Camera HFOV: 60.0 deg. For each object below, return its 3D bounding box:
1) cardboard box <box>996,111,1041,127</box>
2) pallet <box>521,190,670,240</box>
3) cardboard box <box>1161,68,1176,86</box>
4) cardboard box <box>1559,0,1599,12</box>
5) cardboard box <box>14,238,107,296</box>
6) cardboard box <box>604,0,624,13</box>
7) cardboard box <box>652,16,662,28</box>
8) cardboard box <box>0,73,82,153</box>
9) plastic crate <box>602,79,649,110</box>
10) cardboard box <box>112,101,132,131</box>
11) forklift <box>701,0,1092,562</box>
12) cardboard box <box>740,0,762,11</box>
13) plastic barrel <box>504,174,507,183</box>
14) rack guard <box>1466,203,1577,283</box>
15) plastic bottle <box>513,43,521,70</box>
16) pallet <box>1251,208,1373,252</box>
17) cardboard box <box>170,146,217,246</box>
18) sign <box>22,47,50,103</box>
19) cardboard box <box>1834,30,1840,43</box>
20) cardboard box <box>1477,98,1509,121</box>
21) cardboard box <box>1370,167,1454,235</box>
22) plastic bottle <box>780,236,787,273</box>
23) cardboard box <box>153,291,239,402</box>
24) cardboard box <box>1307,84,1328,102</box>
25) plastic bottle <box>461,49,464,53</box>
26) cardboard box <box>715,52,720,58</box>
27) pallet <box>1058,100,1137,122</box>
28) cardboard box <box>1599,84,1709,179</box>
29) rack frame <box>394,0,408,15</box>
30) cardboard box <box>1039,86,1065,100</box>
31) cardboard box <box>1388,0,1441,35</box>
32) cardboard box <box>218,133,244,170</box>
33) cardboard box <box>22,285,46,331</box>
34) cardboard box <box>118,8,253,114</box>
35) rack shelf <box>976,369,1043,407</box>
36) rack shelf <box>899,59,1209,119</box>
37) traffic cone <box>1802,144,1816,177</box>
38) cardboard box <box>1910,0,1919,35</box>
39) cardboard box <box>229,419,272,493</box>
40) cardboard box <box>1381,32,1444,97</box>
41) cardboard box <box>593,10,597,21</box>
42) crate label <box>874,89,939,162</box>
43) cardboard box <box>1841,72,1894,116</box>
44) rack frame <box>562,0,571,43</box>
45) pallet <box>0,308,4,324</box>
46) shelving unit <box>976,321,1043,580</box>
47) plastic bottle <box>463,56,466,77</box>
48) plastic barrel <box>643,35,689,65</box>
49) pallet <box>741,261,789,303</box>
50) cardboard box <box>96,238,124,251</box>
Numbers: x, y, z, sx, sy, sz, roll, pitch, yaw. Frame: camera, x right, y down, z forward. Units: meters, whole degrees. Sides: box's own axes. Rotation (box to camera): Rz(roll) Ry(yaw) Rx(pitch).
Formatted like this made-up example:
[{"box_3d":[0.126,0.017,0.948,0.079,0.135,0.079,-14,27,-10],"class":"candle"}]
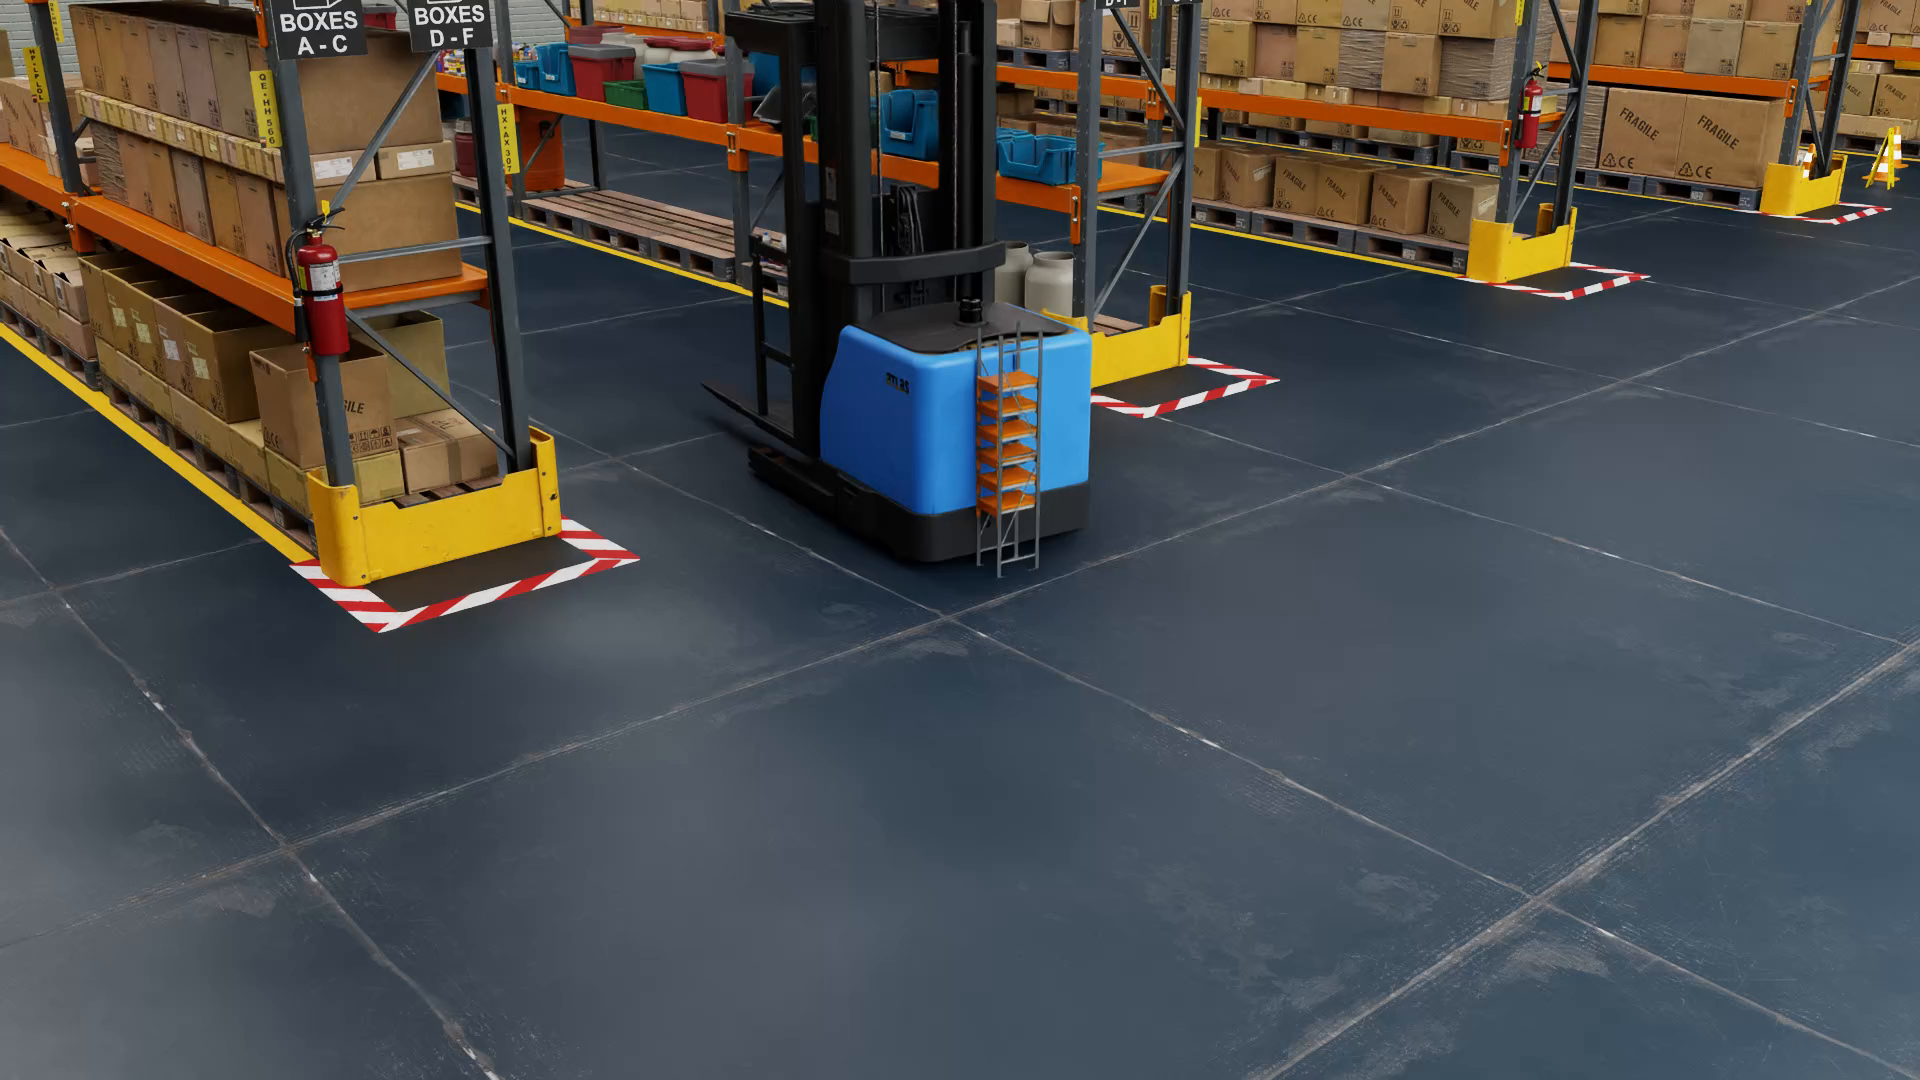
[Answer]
[{"box_3d":[0.506,-4.634,19.026,0.500,0.500,0.700,20,29,41],"class":"cardboard box"},{"box_3d":[-3.594,-3.223,16.423,1.003,0.211,1.213,-17,27,-37],"class":"pallet"},{"box_3d":[2.205,-4.570,16.384,0.380,0.149,0.250,-17,27,-37],"class":"cardboard box"},{"box_3d":[7.026,-6.127,18.329,0.875,0.550,0.550,-17,27,-37],"class":"cardboard box"},{"box_3d":[-6.364,-1.962,11.805,0.500,0.311,0.500,-18,27,-38],"class":"cardboard box"},{"box_3d":[-4.762,-7.724,23.889,0.500,0.250,0.500,-19,28,-39],"class":"cardboard box"},{"box_3d":[-4.049,-7.202,23.103,0.380,0.149,0.250,-17,27,-36],"class":"cardboard box"},{"box_3d":[-6.718,-3.153,12.284,0.500,0.500,0.500,-19,29,-40],"class":"cardboard box"},{"box_3d":[-2.810,-3.954,14.758,0.450,0.188,0.662,-17,27,-37],"class":"plastic crate"},{"box_3d":[-4.680,-2.477,9.669,0.380,0.149,0.250,-18,28,-38],"class":"cardboard box"},{"box_3d":[-0.539,-1.745,8.921,1.130,2.935,3.031,-13,25,-30],"class":"forklift"},{"box_3d":[-2.490,-6.750,21.467,0.500,0.500,0.500,-17,27,-37],"class":"cardboard box"},{"box_3d":[-4.839,-4.047,17.540,0.421,0.512,0.421,0,21,0],"class":"plastic barrel"},{"box_3d":[4.854,-2.570,14.361,1.175,0.500,0.348,-17,27,-37],"class":"rack guard"},{"box_3d":[-4.703,-5.148,17.691,0.097,0.271,0.097,0,21,0],"class":"plastic bottle"},{"box_3d":[3.558,-3.005,15.868,1.003,0.211,1.213,-17,27,-37],"class":"pallet"},{"box_3d":[-3.911,-1.962,9.242,0.700,0.500,0.500,-16,27,-36],"class":"cardboard box"},{"box_3d":[-5.619,-2.831,10.121,0.100,0.325,0.005,-17,27,-37],"class":"sign"},{"box_3d":[11.117,-6.344,20.914,0.380,0.149,0.250,-18,28,-38],"class":"cardboard box"},{"box_3d":[4.561,-3.626,13.973,0.380,0.149,0.250,-17,27,-37],"class":"cardboard box"},{"box_3d":[4.093,-3.078,15.082,0.500,0.500,0.500,-10,23,-24],"class":"cardboard box"},{"box_3d":[-1.352,-2.301,13.376,0.152,0.276,0.135,-16,27,-36],"class":"plastic bottle"},{"box_3d":[-4.168,-1.109,9.368,0.500,0.500,0.500,-17,27,-37],"class":"cardboard box"},{"box_3d":[3.392,-4.101,15.185,0.380,0.149,0.250,-17,27,-37],"class":"cardboard box"},{"box_3d":[-5.455,-5.381,18.287,0.097,0.271,0.097,0,21,0],"class":"plastic bottle"},{"box_3d":[-2.496,-6.063,22.188,1.225,0.875,0.875,-17,27,-37],"class":"cardboard box"},{"box_3d":[2.204,-6.331,24.359,1.003,0.211,1.213,-17,27,-37],"class":"pallet"},{"box_3d":[7.659,-4.486,18.163,0.875,0.875,0.875,-18,28,-38],"class":"cardboard box"},{"box_3d":[-6.682,-5.849,19.306,1.000,3.000,0.127,-17,27,-37],"class":"rack frame"},{"box_3d":[1.522,-6.800,24.584,0.500,0.500,0.500,-16,26,-35],"class":"cardboard box"},{"box_3d":[4.027,-4.594,14.183,0.500,0.500,0.500,-17,27,-37],"class":"cardboard box"},{"box_3d":[-3.499,-1.977,8.393,0.380,0.149,0.250,-17,27,-37],"class":"cardboard box"},{"box_3d":[-6.368,-1.703,11.914,0.500,0.250,0.500,-17,27,-36],"class":"cardboard box"},{"box_3d":[-4.263,-2.713,9.381,0.700,0.500,0.500,-17,27,-37],"class":"cardboard box"},{"box_3d":[0.232,-0.714,7.797,0.258,0.103,0.180,-13,25,-30],"class":"rack shelf"},{"box_3d":[0.987,-5.036,18.215,1.077,0.370,4.000,-17,27,-37],"class":"rack shelf"},{"box_3d":[9.456,-4.169,18.495,0.336,0.463,0.334,-17,27,-37],"class":"traffic cone"},{"box_3d":[11.848,-6.342,20.017,0.500,0.500,0.500,-18,28,-38],"class":"cardboard box"},{"box_3d":[-3.513,-0.484,8.802,0.500,0.250,0.500,-17,27,-37],"class":"cardboard box"},{"box_3d":[4.148,-4.166,14.463,0.875,0.500,0.500,-17,27,-37],"class":"cardboard box"},{"box_3d":[-5.223,-7.699,24.372,0.380,0.149,0.250,-18,28,-39],"class":"cardboard box"},{"box_3d":[-0.255,-2.995,11.968,0.502,0.435,0.616,-17,27,-37],"class":"crate label"},{"box_3d":[11.347,-5.639,20.935,0.500,0.500,0.500,-16,27,-36],"class":"cardboard box"},{"box_3d":[-5.540,-8.134,25.138,1.000,3.000,0.127,-17,27,-37],"class":"rack frame"},{"box_3d":[-7.318,-2.031,13.380,1.003,0.211,1.213,-17,27,-37],"class":"pallet"},{"box_3d":[0.232,-0.420,7.912,0.258,1.200,0.189,-13,25,-30],"class":"shelving unit"},{"box_3d":[-4.997,-4.848,16.926,0.097,0.271,0.097,0,21,0],"class":"plastic bottle"},{"box_3d":[-2.679,-4.341,15.269,0.433,0.535,0.433,0,21,0],"class":"plastic barrel"},{"box_3d":[-1.053,-2.145,13.672,1.003,0.211,1.213,-17,27,-37],"class":"pallet"},{"box_3d":[-5.957,-2.093,12.141,0.500,0.311,0.500,-19,28,-39],"class":"cardboard box"}]
